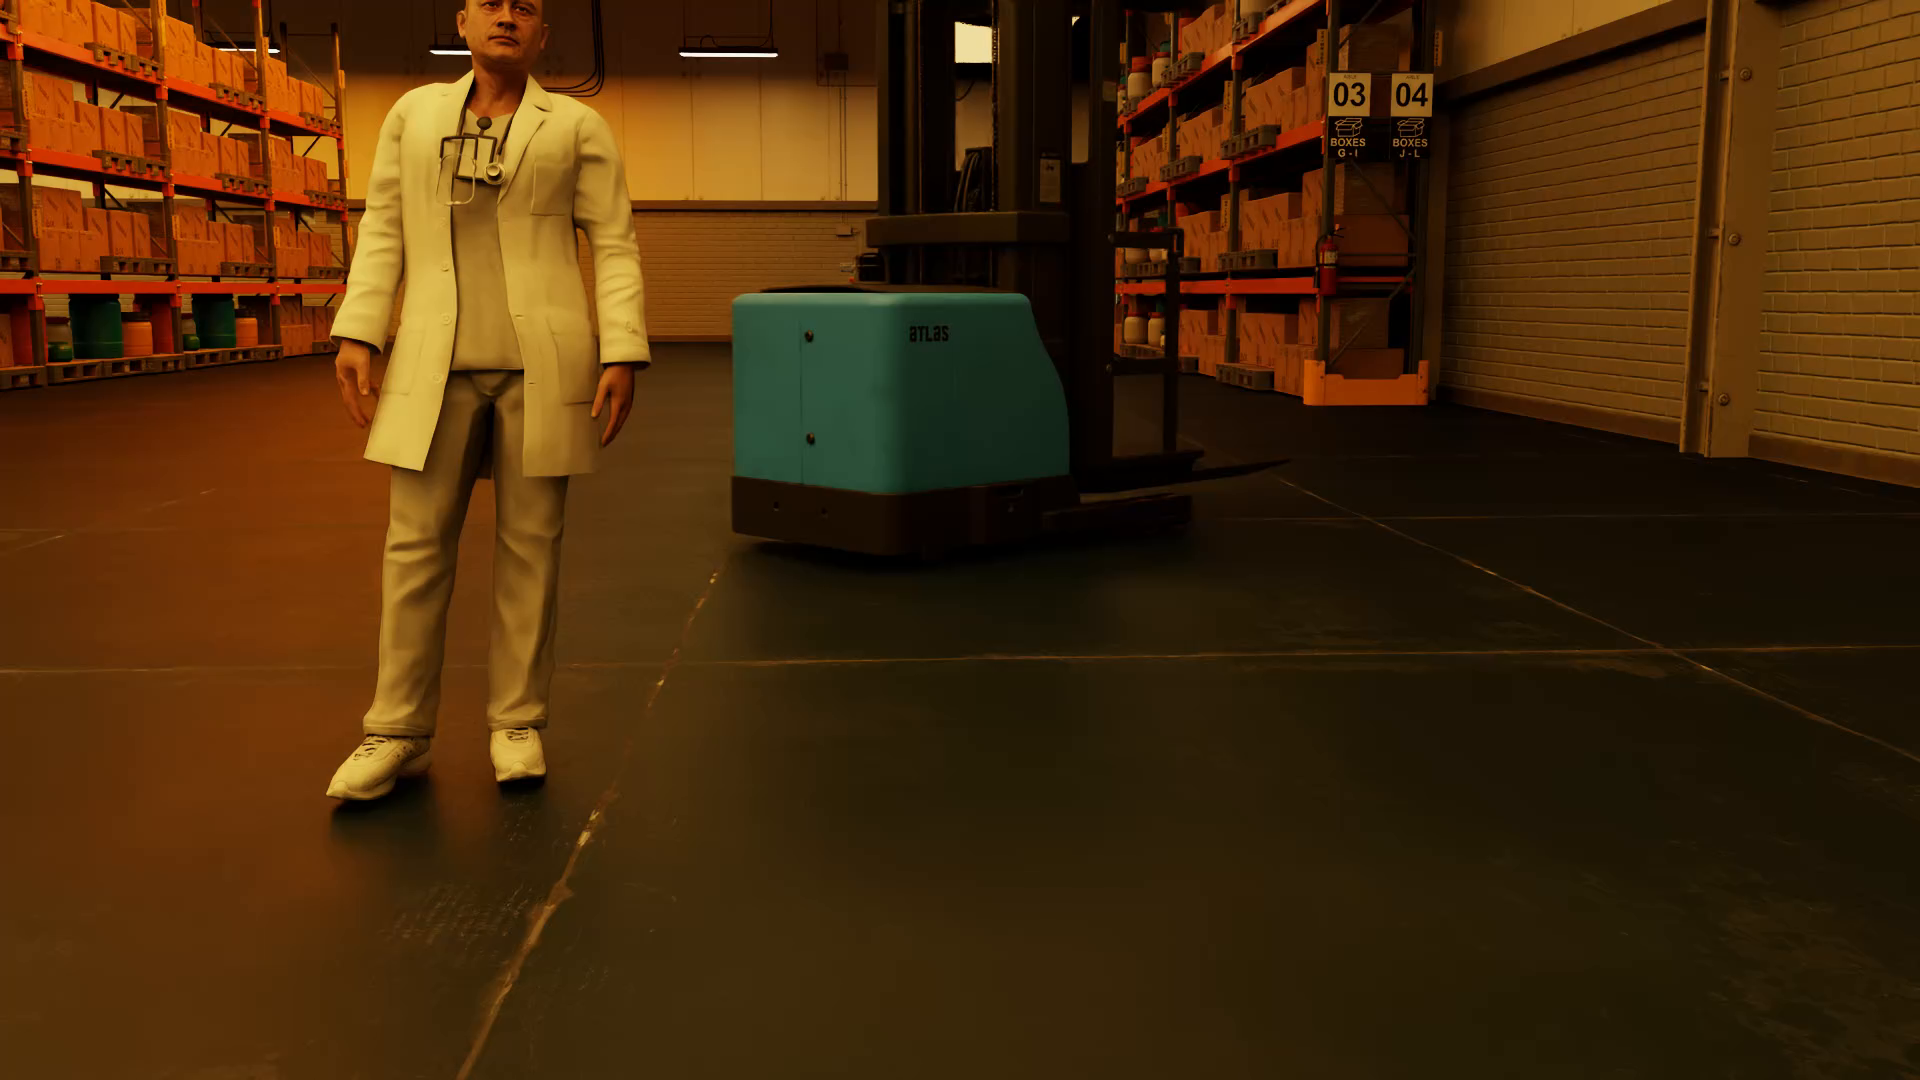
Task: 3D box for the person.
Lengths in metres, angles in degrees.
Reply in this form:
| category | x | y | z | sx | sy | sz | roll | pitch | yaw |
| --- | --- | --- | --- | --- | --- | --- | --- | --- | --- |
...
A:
| category | x | y | z | sx | sy | sz | roll | pitch | yaw |
| --- | --- | --- | --- | --- | --- | --- | --- | --- | --- |
| person | -1.033 | -0.360 | 3.633 | 0.698 | 1.776 | 0.580 | -1 | 8 | -5 |

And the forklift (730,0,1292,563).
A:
| category | x | y | z | sx | sy | sz | roll | pitch | yaw |
| --- | --- | --- | --- | --- | --- | --- | --- | --- | --- |
| forklift | 0.420 | -1.523 | 7.586 | 1.130 | 2.935 | 3.031 | 8 | 12 | 44 |
